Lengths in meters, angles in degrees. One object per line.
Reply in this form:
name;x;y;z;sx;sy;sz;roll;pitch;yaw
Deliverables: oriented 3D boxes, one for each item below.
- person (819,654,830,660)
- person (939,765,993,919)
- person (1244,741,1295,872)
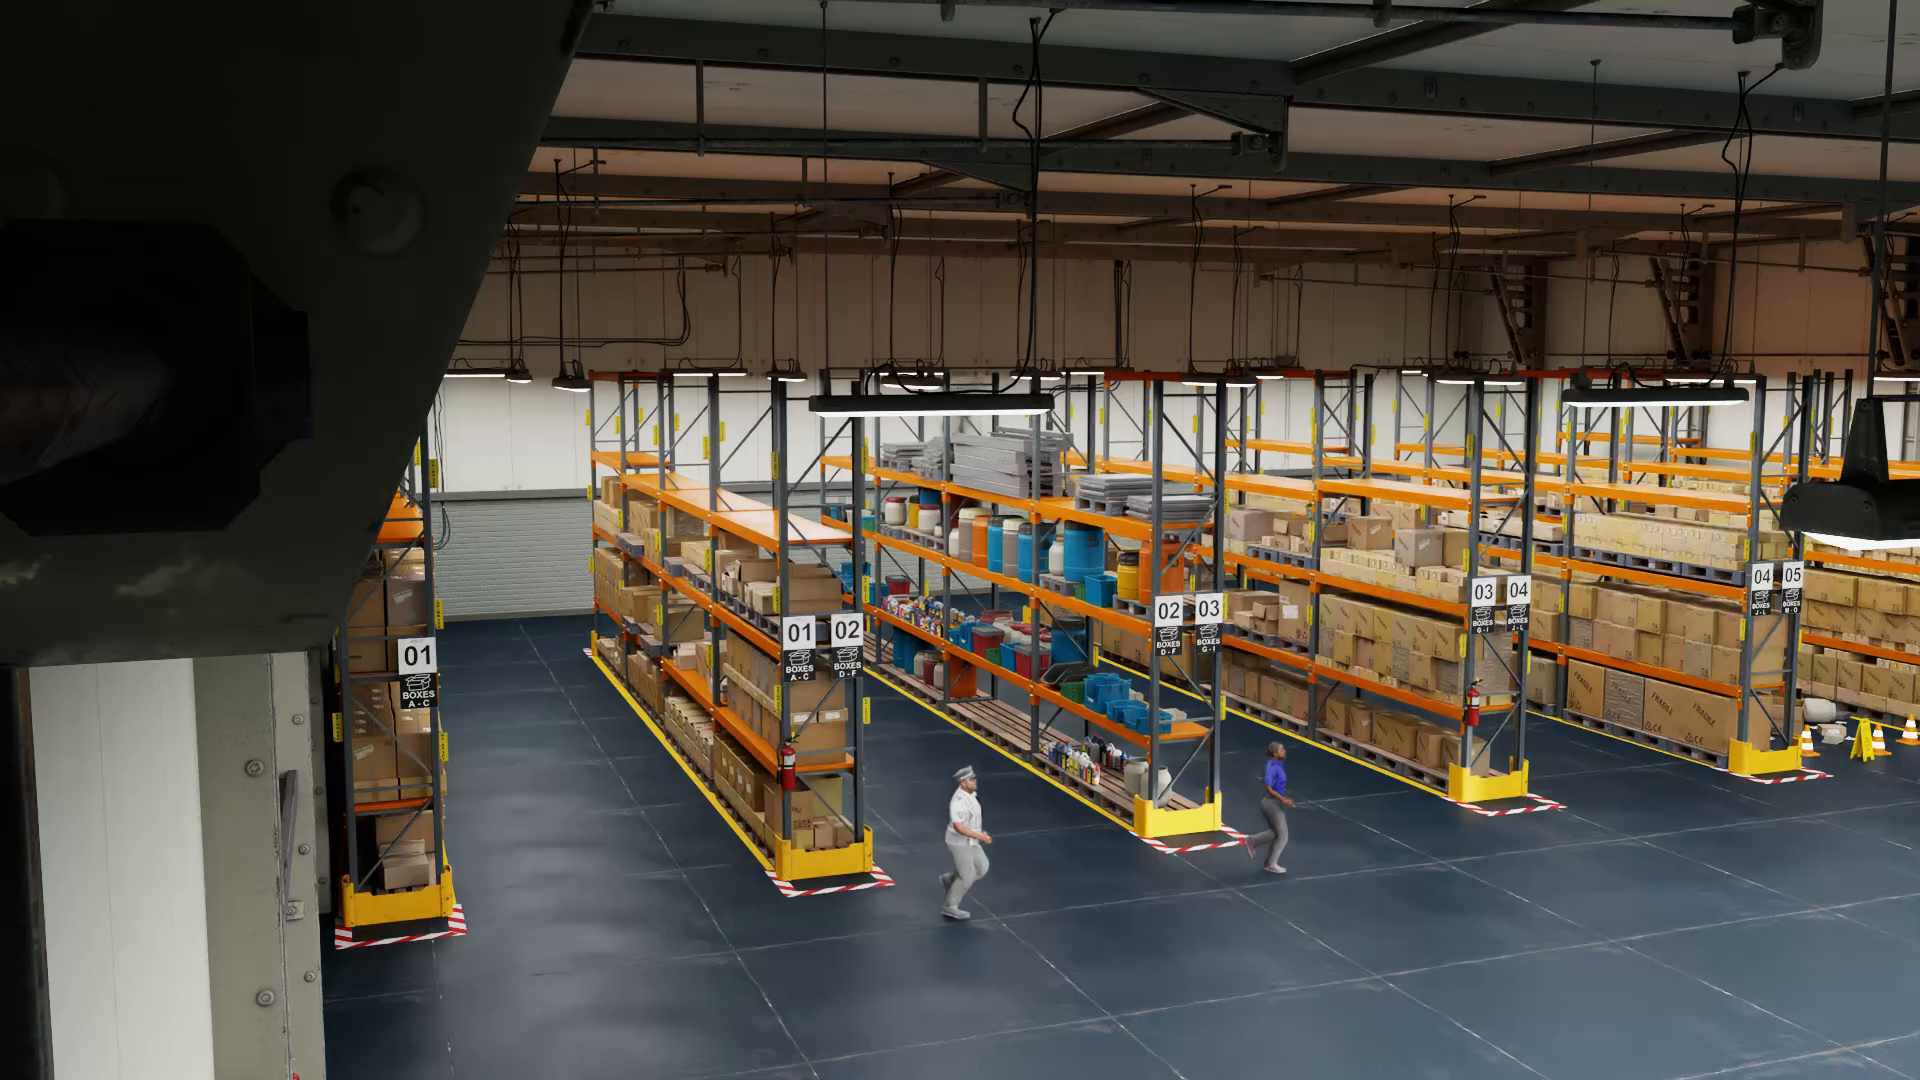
person;-2.522;2.084;29.890;0.655;1.810;0.925;-4;8;-34
person;0.071;3.385;18.755;0.661;1.739;0.700;2;7;13
person;3.811;3.271;20.472;0.611;1.618;0.622;1;7;12
